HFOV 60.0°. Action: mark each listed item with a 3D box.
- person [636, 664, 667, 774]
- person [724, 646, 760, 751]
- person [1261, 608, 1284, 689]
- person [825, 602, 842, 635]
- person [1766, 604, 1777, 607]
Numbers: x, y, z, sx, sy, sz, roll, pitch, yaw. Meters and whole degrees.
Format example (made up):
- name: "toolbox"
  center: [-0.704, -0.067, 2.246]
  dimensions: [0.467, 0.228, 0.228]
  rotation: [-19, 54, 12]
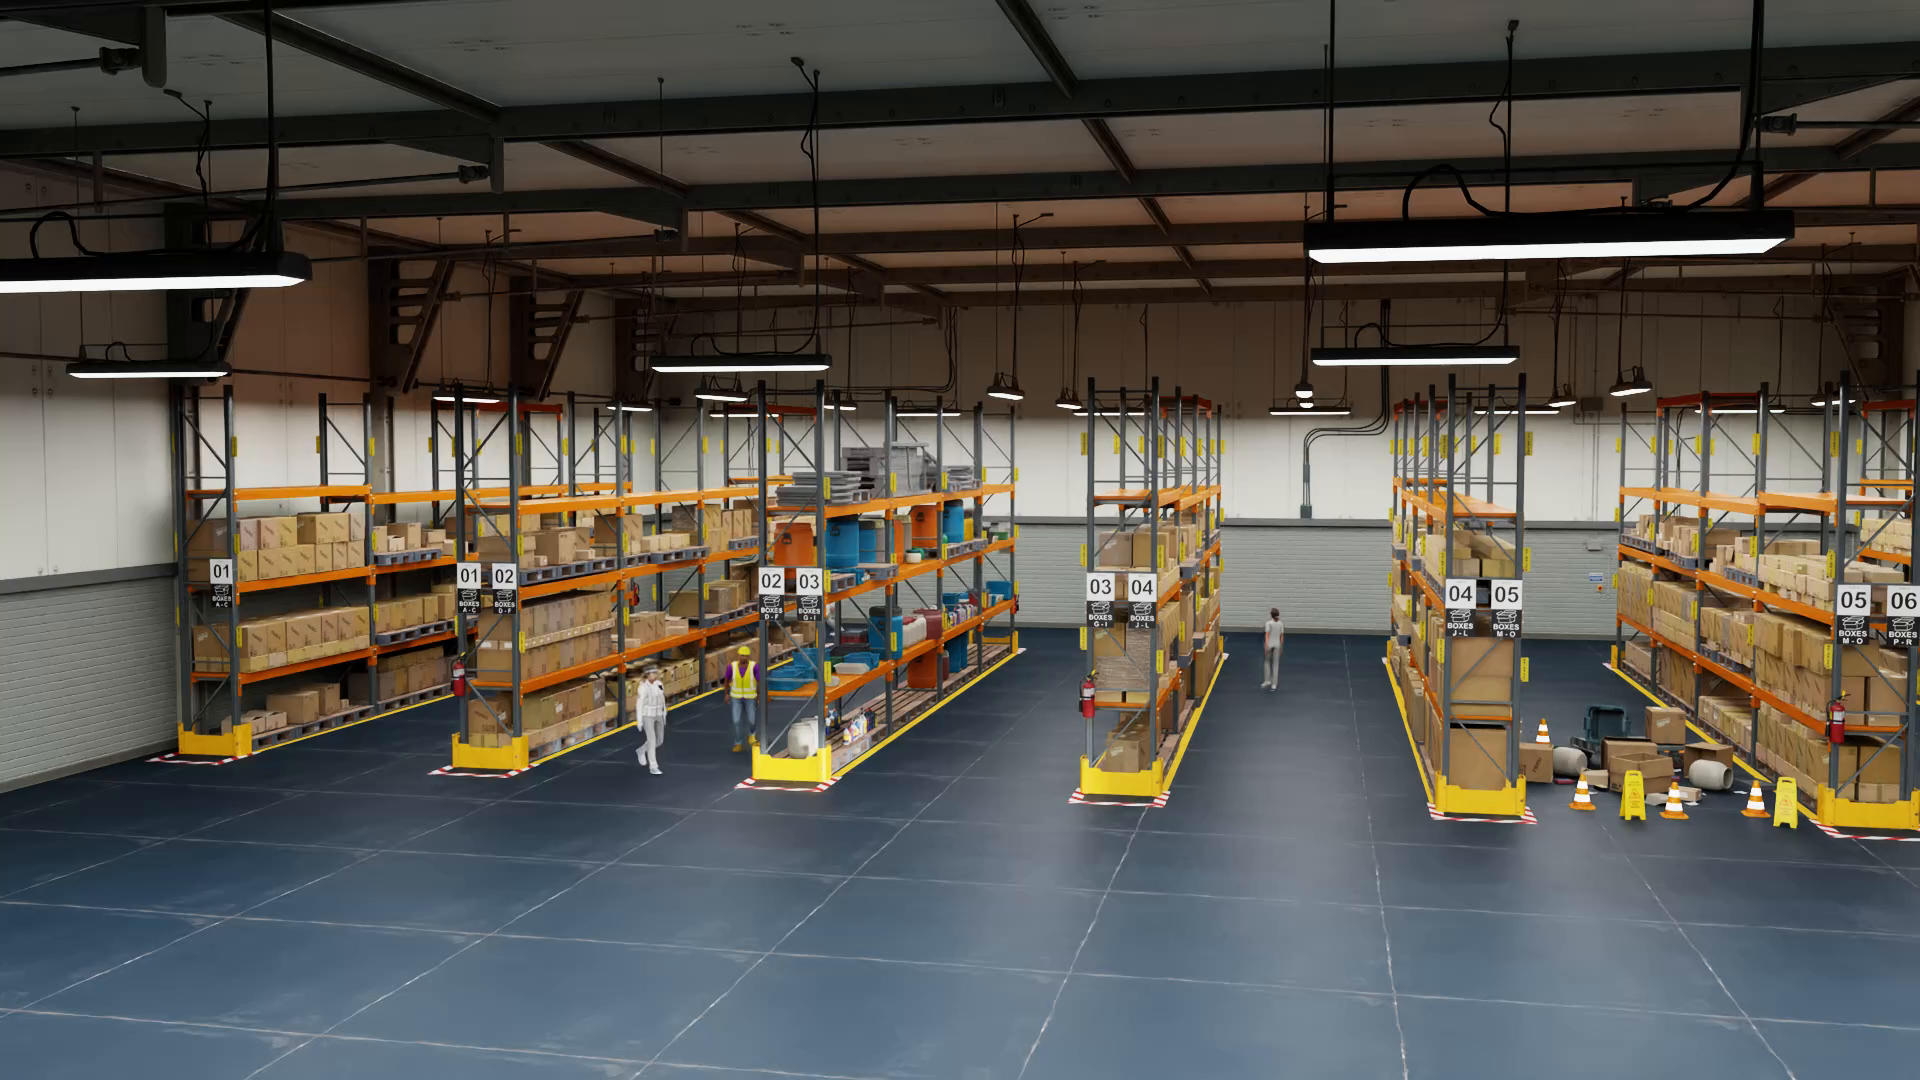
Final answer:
- name: "person"
  center: [-4.747, 2.728, 25.593]
  dimensions: [0.758, 1.654, 0.529]
  rotation: [3, 4, 43]
- name: "person"
  center: [-3.586, 2.598, 27.512]
  dimensions: [0.627, 1.744, 0.659]
  rotation: [0, 3, -5]
- name: "person"
  center: [6.489, 2.254, 34.388]
  dimensions: [0.441, 1.675, 0.590]
  rotation: [0, 3, 2]
- name: "person"
  center: [-3.479, 1.706, 43.338]
  dimensions: [1.058, 1.751, 0.597]
  rotation: [-2, 4, -38]
- name: "person"
  center: [16.859, 2.205, 34.431]
  dimensions: [0.542, 1.784, 0.552]
  rotation: [0, 3, -5]
